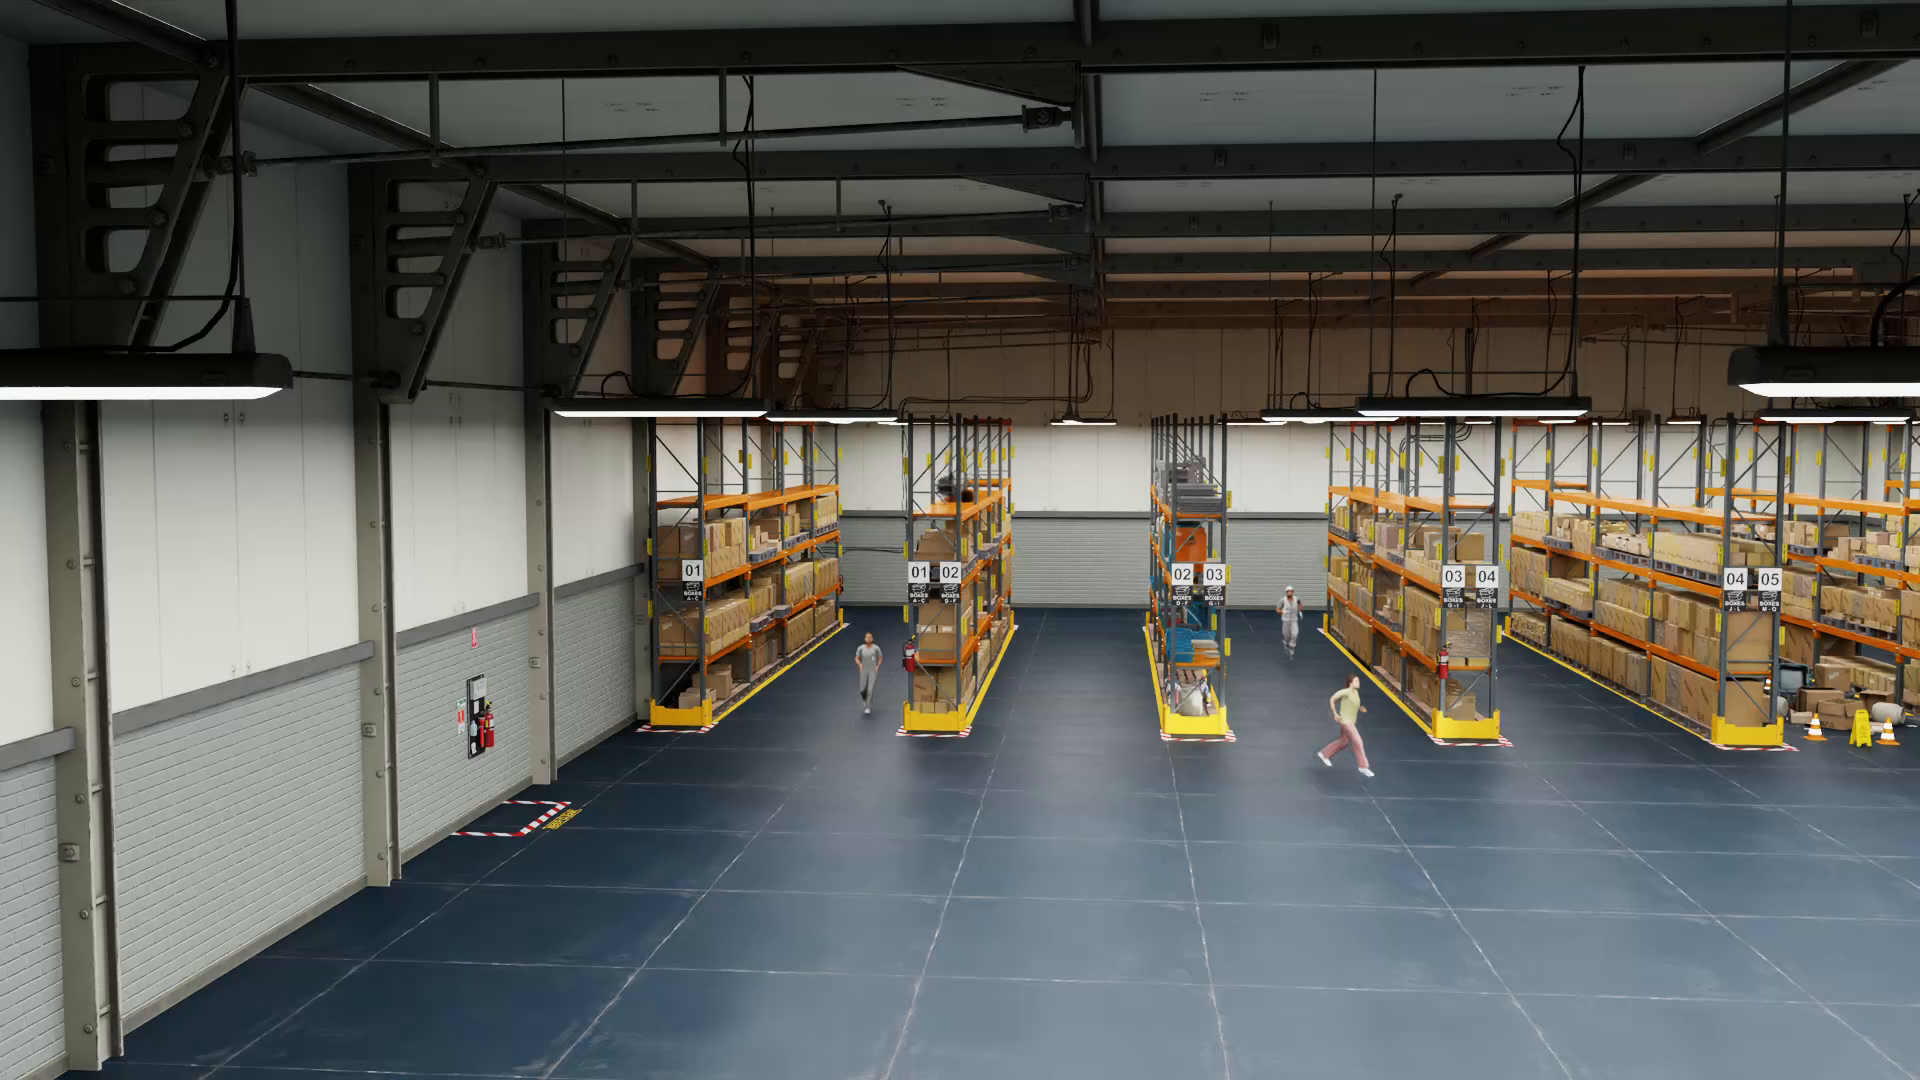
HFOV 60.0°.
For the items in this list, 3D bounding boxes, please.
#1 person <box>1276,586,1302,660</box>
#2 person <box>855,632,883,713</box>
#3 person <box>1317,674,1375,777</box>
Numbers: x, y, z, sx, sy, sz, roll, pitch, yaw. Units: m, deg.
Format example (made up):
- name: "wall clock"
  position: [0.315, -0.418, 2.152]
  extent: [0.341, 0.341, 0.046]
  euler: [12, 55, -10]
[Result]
- name: "person"
  position: [8.187, 2.069, 41.360]
  extent: [0.680, 1.867, 0.849]
  euler: [0, 4, 0]
- name: "person"
  position: [-1.823, 2.647, 33.328]
  extent: [0.548, 1.623, 0.560]
  euler: [0, 4, -1]
- name: "person"
  position: [6.389, 3.038, 27.505]
  extent: [1.012, 1.674, 0.598]
  euler: [3, 5, 37]
